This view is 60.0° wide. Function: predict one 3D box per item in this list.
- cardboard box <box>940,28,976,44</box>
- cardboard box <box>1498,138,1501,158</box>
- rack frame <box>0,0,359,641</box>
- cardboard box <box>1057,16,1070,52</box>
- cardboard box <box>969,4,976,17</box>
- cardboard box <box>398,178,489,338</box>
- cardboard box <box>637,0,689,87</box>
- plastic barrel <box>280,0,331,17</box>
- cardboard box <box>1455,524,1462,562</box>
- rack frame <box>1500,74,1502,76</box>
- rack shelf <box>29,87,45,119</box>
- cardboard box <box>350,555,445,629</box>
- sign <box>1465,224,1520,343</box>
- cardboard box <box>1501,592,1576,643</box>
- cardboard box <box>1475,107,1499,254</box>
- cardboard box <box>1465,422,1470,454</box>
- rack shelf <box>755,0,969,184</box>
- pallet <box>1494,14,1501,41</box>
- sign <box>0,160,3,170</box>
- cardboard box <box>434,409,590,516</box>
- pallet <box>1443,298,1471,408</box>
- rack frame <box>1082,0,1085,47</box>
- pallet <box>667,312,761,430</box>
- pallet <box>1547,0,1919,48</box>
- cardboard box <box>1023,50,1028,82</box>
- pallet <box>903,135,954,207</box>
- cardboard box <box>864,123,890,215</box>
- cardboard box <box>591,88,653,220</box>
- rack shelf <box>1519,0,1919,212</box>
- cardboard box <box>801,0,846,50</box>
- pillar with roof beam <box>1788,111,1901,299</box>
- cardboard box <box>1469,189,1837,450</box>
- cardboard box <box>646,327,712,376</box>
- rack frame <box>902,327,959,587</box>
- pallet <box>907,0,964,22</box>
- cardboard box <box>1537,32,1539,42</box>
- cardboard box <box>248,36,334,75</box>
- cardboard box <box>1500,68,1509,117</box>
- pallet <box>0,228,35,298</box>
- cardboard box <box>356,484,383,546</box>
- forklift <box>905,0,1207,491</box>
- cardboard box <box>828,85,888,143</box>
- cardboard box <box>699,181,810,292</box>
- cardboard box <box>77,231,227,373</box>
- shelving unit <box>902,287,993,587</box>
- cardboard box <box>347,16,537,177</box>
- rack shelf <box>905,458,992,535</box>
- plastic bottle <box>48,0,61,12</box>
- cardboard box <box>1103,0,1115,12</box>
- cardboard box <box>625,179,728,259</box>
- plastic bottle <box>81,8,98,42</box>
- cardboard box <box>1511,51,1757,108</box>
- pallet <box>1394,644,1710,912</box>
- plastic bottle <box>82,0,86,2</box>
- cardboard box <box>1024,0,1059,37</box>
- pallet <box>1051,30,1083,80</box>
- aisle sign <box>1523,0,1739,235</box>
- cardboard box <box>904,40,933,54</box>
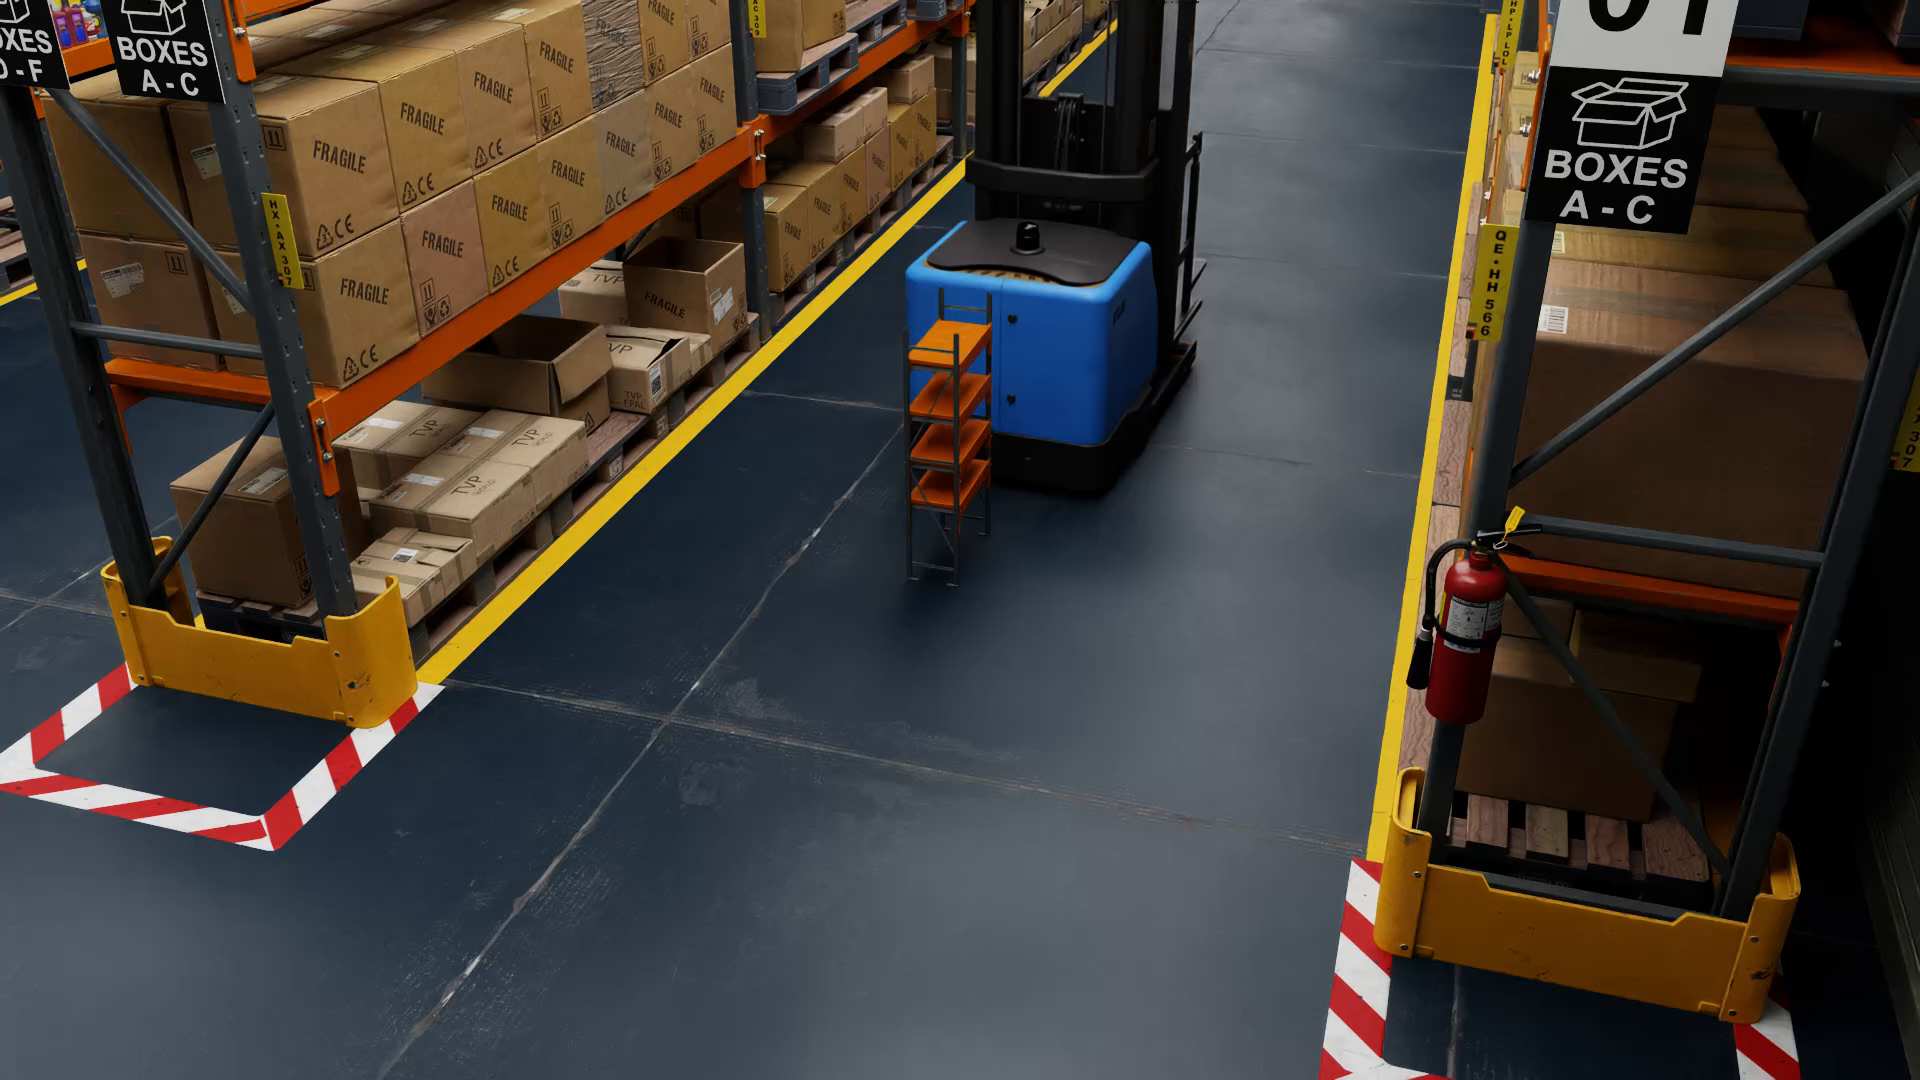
[{"bbox_3d":[0.139,-4.091,13.837,0.500,0.311,0.500,8,30,14],"label":"cardboard box"},{"bbox_3d":[3.001,-2.070,8.623,0.380,0.149,0.250,9,30,16],"label":"cardboard box"},{"bbox_3d":[-2.790,-0.699,5.921,1.000,3.000,0.127,8,30,15],"label":"rack frame"},{"bbox_3d":[0.737,-4.789,15.669,0.500,0.250,0.500,8,30,14],"label":"cardboard box"},{"bbox_3d":[-0.077,-4.632,14.810,0.500,0.311,0.500,9,30,16],"label":"cardboard box"},{"bbox_3d":[-2.262,-1.152,6.632,0.500,0.500,0.500,8,30,14],"label":"cardboard box"},{"bbox_3d":[-1.665,-2.528,8.078,0.500,0.500,0.500,8,30,14],"label":"cardboard box"},{"bbox_3d":[-5.303,-4.131,13.890,0.600,0.830,0.708,8,30,15],"label":"plastic barrel"},{"bbox_3d":[2.350,0.109,6.608,0.700,0.500,0.500,8,30,13],"label":"cardboard box"},{"bbox_3d":[4.295,-3.712,11.337,1.000,3.000,0.127,8,30,15],"label":"rack frame"},{"bbox_3d":[-6.937,-2.023,9.040,1.077,0.370,4.000,8,30,15],"label":"rack shelf"},{"bbox_3d":[-2.339,0.209,6.769,0.380,0.149,0.250,8,30,15],"label":"cardboard box"},{"bbox_3d":[1.432,-0.687,4.465,0.100,0.325,0.005,8,30,15],"label":"sign"},{"bbox_3d":[1.920,0.206,5.766,0.380,0.149,0.250,8,30,14],"label":"cardboard box"},{"bbox_3d":[3.690,-2.227,10.446,0.750,0.750,0.750,8,30,15],"label":"cardboard box"},{"bbox_3d":[2.803,-0.611,7.902,0.700,0.500,0.500,9,30,16],"label":"cardboard box"},{"bbox_3d":[-1.029,-3.173,11.108,1.077,0.370,4.000,8,30,15],"label":"rack shelf"},{"bbox_3d":[5.988,-5.238,16.949,1.003,0.211,1.213,8,30,15],"label":"pallet"},{"bbox_3d":[-3.315,-1.432,5.722,0.100,0.325,0.005,8,30,15],"label":"sign"},{"bbox_3d":[-2.066,-0.367,7.699,0.500,0.250,0.500,8,30,15],"label":"cardboard box"},{"bbox_3d":[3.275,-1.004,9.337,1.003,0.211,1.213,8,30,15],"label":"pallet"},{"bbox_3d":[0.732,-6.276,15.946,1.000,3.000,0.127,8,30,15],"label":"rack frame"},{"bbox_3d":[-1.819,-1.020,9.367,1.003,0.211,1.213,8,30,15],"label":"pallet"},{"bbox_3d":[2.154,-1.612,4.568,1.003,0.211,1.213,8,30,15],"label":"pallet"},{"bbox_3d":[0.286,-4.076,14.389,0.500,0.250,0.500,8,30,14],"label":"cardboard box"},{"bbox_3d":[-0.697,-2.857,12.668,1.003,0.211,1.213,8,30,15],"label":"pallet"},{"bbox_3d":[-0.792,-2.563,11.391,0.500,0.500,0.500,7,30,13],"label":"cardboard box"},{"bbox_3d":[-1.816,-1.854,7.894,0.500,0.500,0.500,9,30,16],"label":"cardboard box"},{"bbox_3d":[2.533,-1.920,5.770,1.077,0.370,4.000,8,30,15],"label":"rack shelf"},{"bbox_3d":[-1.122,-3.302,10.065,0.700,0.500,0.500,13,32,23],"label":"cardboard box"},{"bbox_3d":[-0.373,-4.640,6.834,9.100,9.000,0.400,8,30,15],"label":"pillar with roof beam"},{"bbox_3d":[2.289,-0.703,5.620,0.980,0.700,0.700,8,30,14],"label":"cardboard box"},{"bbox_3d":[-1.565,-1.016,8.971,0.380,0.149,0.250,8,30,15],"label":"cardboard box"},{"bbox_3d":[-0.120,-0.334,7.116,0.240,1.200,0.015,8,30,15],"label":"rack frame"},{"bbox_3d":[-0.574,-4.008,12.067,1.213,0.211,1.003,8,30,15],"label":"pallet"},{"bbox_3d":[3.013,-2.616,8.167,0.500,0.250,0.500,9,30,16],"label":"cardboard box"},{"bbox_3d":[-2.775,-1.661,6.518,0.500,0.500,0.500,9,30,16],"label":"cardboard box"},{"bbox_3d":[3.155,-2.524,8.773,0.500,0.500,0.500,9,30,15],"label":"cardboard box"},{"bbox_3d":[-6.529,-1.701,10.590,1.003,0.211,1.213,8,30,15],"label":"pallet"},{"bbox_3d":[-2.661,-0.116,7.336,0.380,0.166,0.250,8,30,15],"label":"cardboard box"},{"bbox_3d":[0.710,-2.219,8.723,1.130,2.935,3.031,10,31,18],"label":"forklift"},{"bbox_3d":[-0.801,-2.873,11.177,0.500,0.250,0.500,8,30,14],"label":"cardboard box"},{"bbox_3d":[-1.241,-1.848,10.105,0.500,0.500,0.500,7,30,13],"label":"cardboard box"},{"bbox_3d":[-2.919,-0.990,6.341,0.500,0.500,0.500,9,30,16],"label":"cardboard box"},{"bbox_3d":[-0.049,-0.447,7.320,0.258,1.200,0.503,8,30,15],"label":"shelving unit"},{"bbox_3d":[-2.110,-1.824,6.812,0.500,0.500,0.500,9,30,16],"label":"cardboard box"},{"bbox_3d":[-0.049,-0.215,7.449,0.258,0.148,0.480,8,30,15],"label":"rack shelf"},{"bbox_3d":[-5.925,-3.381,10.793,0.144,0.351,0.185,8,30,15],"label":"plastic bottle"},{"bbox_3d":[1.310,-5.662,17.238,0.500,0.250,0.500,8,30,15],"label":"cardboard box"},{"bbox_3d":[-1.745,-1.928,10.249,0.500,0.500,0.500,8,30,15],"label":"cardboard box"},{"bbox_3d":[-5.779,-3.407,10.994,0.097,0.201,0.097,0,29,0],"label":"plastic bottle"},{"bbox_3d":[2.946,-1.734,7.473,0.980,0.700,0.700,9,30,16],"label":"cardboard box"},{"bbox_3d":[2.106,0.842,6.019,1.003,0.211,1.213,8,30,15],"label":"pallet"},{"bbox_3d":[-6.164,-3.835,11.690,0.097,0.271,0.097,0,29,0],"label":"plastic bottle"},{"bbox_3d":[0.592,-4.799,15.111,0.500,0.311,0.500,8,30,15],"label":"cardboard box"},{"bbox_3d":[0.553,-4.709,15.998,1.003,0.211,1.213,8,30,15],"label":"pallet"},{"bbox_3d":[1.638,-1.139,4.038,0.394,0.787,0.004,8,30,15],"label":"aisle sign"},{"bbox_3d":[-0.524,-3.922,13.535,0.500,0.311,0.500,9,30,16],"label":"cardboard box"}]
